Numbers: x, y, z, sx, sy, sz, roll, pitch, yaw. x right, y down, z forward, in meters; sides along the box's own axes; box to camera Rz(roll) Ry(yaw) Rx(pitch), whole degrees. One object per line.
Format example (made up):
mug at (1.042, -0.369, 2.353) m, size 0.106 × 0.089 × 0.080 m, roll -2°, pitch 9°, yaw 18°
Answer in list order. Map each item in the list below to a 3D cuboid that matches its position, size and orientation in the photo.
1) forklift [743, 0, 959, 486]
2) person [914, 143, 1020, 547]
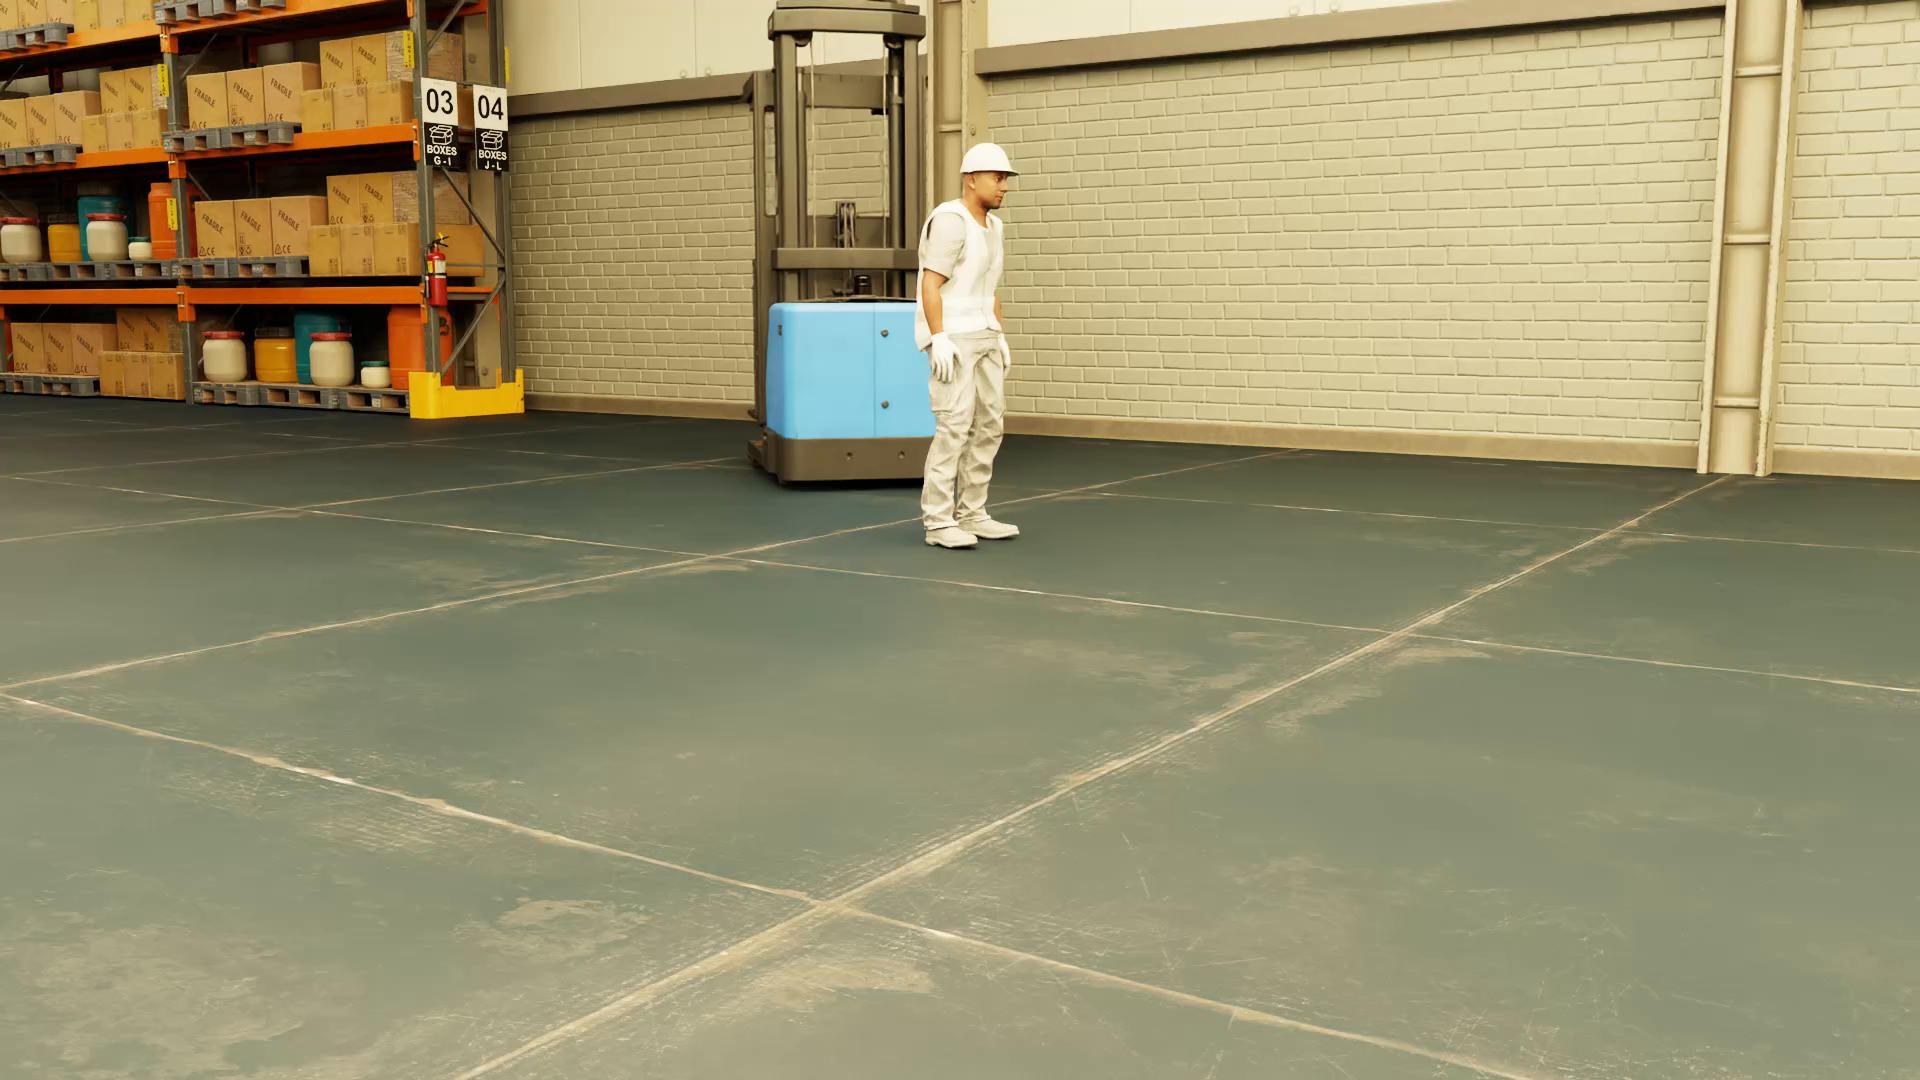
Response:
forklift at (-0.811, -1.937, 10.811) m, size 1.130 × 2.935 × 3.031 m, roll -2°, pitch 8°, yaw -12°
person at (0.042, -0.875, 7.473) m, size 0.449 × 1.773 × 0.620 m, roll 5°, pitch 9°, yaw 30°
